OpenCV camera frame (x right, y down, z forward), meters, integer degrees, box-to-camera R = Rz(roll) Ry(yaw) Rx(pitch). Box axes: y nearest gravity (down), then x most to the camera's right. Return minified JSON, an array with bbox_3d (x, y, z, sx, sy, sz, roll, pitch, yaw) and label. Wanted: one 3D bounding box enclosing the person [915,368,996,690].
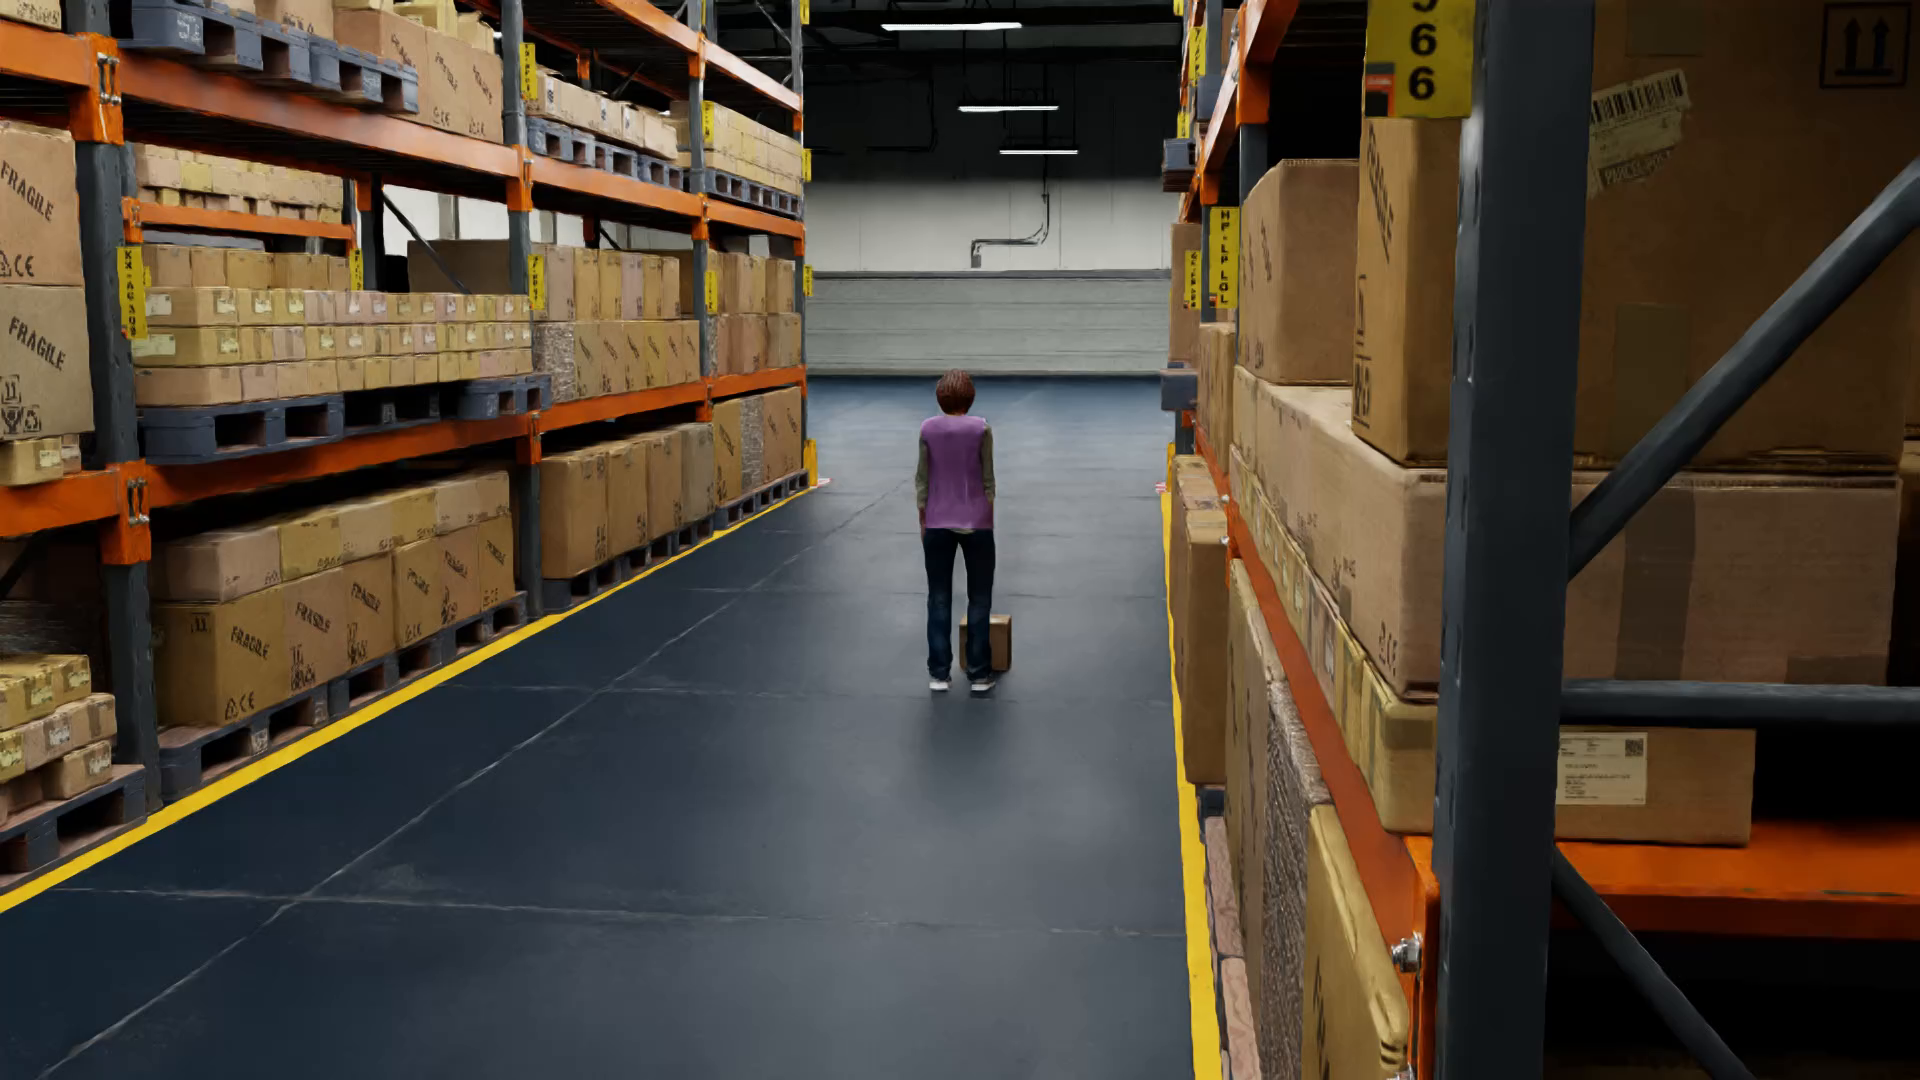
[{"bbox_3d":[-0.024,-0.044,8.217,0.407,1.586,0.299,1,8,9],"label":"person"}]
